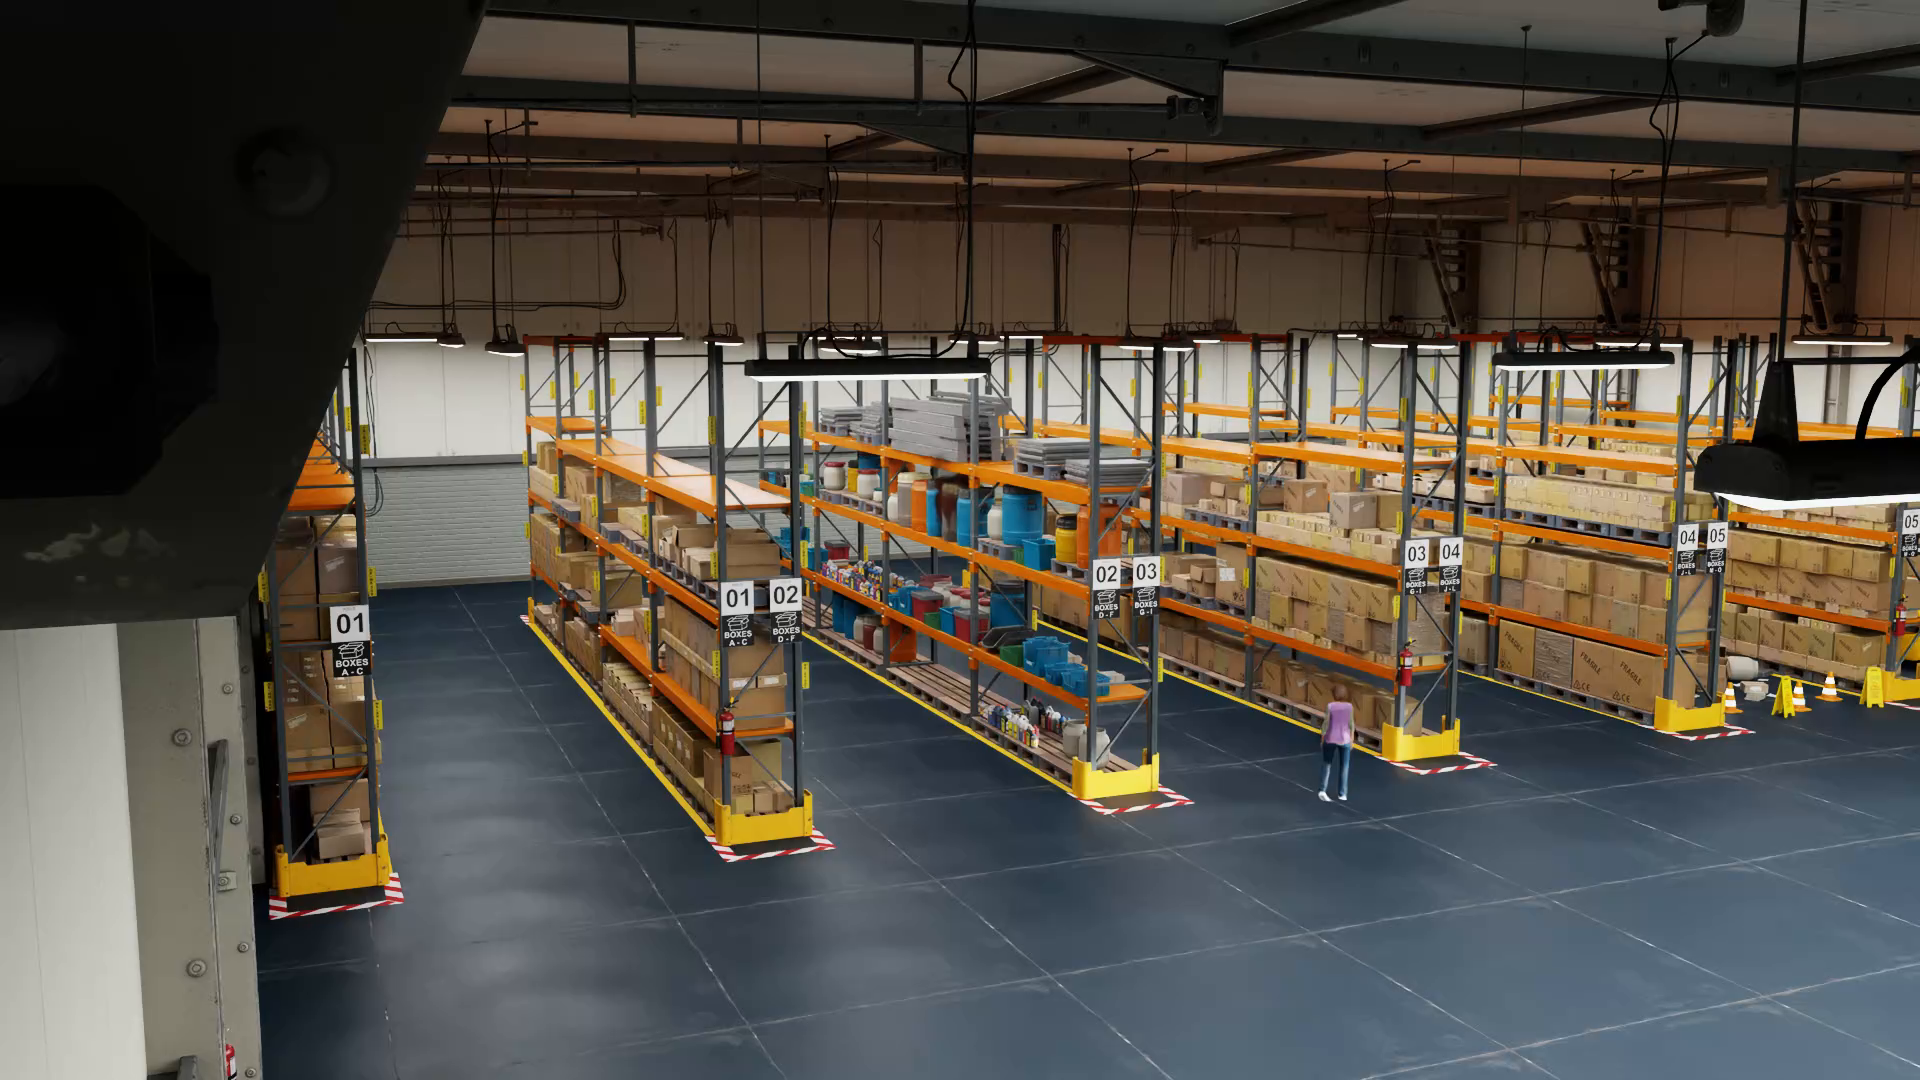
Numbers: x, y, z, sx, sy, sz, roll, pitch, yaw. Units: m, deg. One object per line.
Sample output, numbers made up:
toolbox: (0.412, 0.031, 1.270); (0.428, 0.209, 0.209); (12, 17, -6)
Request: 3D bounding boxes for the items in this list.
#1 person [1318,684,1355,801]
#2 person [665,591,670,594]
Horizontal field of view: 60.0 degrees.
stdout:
person: (4.970, 2.655, 21.887); (0.435, 1.593, 0.467); (2, 8, 17)
person: (-5.213, 1.348, 30.999); (0.565, 1.743, 0.999); (-4, 8, -27)
